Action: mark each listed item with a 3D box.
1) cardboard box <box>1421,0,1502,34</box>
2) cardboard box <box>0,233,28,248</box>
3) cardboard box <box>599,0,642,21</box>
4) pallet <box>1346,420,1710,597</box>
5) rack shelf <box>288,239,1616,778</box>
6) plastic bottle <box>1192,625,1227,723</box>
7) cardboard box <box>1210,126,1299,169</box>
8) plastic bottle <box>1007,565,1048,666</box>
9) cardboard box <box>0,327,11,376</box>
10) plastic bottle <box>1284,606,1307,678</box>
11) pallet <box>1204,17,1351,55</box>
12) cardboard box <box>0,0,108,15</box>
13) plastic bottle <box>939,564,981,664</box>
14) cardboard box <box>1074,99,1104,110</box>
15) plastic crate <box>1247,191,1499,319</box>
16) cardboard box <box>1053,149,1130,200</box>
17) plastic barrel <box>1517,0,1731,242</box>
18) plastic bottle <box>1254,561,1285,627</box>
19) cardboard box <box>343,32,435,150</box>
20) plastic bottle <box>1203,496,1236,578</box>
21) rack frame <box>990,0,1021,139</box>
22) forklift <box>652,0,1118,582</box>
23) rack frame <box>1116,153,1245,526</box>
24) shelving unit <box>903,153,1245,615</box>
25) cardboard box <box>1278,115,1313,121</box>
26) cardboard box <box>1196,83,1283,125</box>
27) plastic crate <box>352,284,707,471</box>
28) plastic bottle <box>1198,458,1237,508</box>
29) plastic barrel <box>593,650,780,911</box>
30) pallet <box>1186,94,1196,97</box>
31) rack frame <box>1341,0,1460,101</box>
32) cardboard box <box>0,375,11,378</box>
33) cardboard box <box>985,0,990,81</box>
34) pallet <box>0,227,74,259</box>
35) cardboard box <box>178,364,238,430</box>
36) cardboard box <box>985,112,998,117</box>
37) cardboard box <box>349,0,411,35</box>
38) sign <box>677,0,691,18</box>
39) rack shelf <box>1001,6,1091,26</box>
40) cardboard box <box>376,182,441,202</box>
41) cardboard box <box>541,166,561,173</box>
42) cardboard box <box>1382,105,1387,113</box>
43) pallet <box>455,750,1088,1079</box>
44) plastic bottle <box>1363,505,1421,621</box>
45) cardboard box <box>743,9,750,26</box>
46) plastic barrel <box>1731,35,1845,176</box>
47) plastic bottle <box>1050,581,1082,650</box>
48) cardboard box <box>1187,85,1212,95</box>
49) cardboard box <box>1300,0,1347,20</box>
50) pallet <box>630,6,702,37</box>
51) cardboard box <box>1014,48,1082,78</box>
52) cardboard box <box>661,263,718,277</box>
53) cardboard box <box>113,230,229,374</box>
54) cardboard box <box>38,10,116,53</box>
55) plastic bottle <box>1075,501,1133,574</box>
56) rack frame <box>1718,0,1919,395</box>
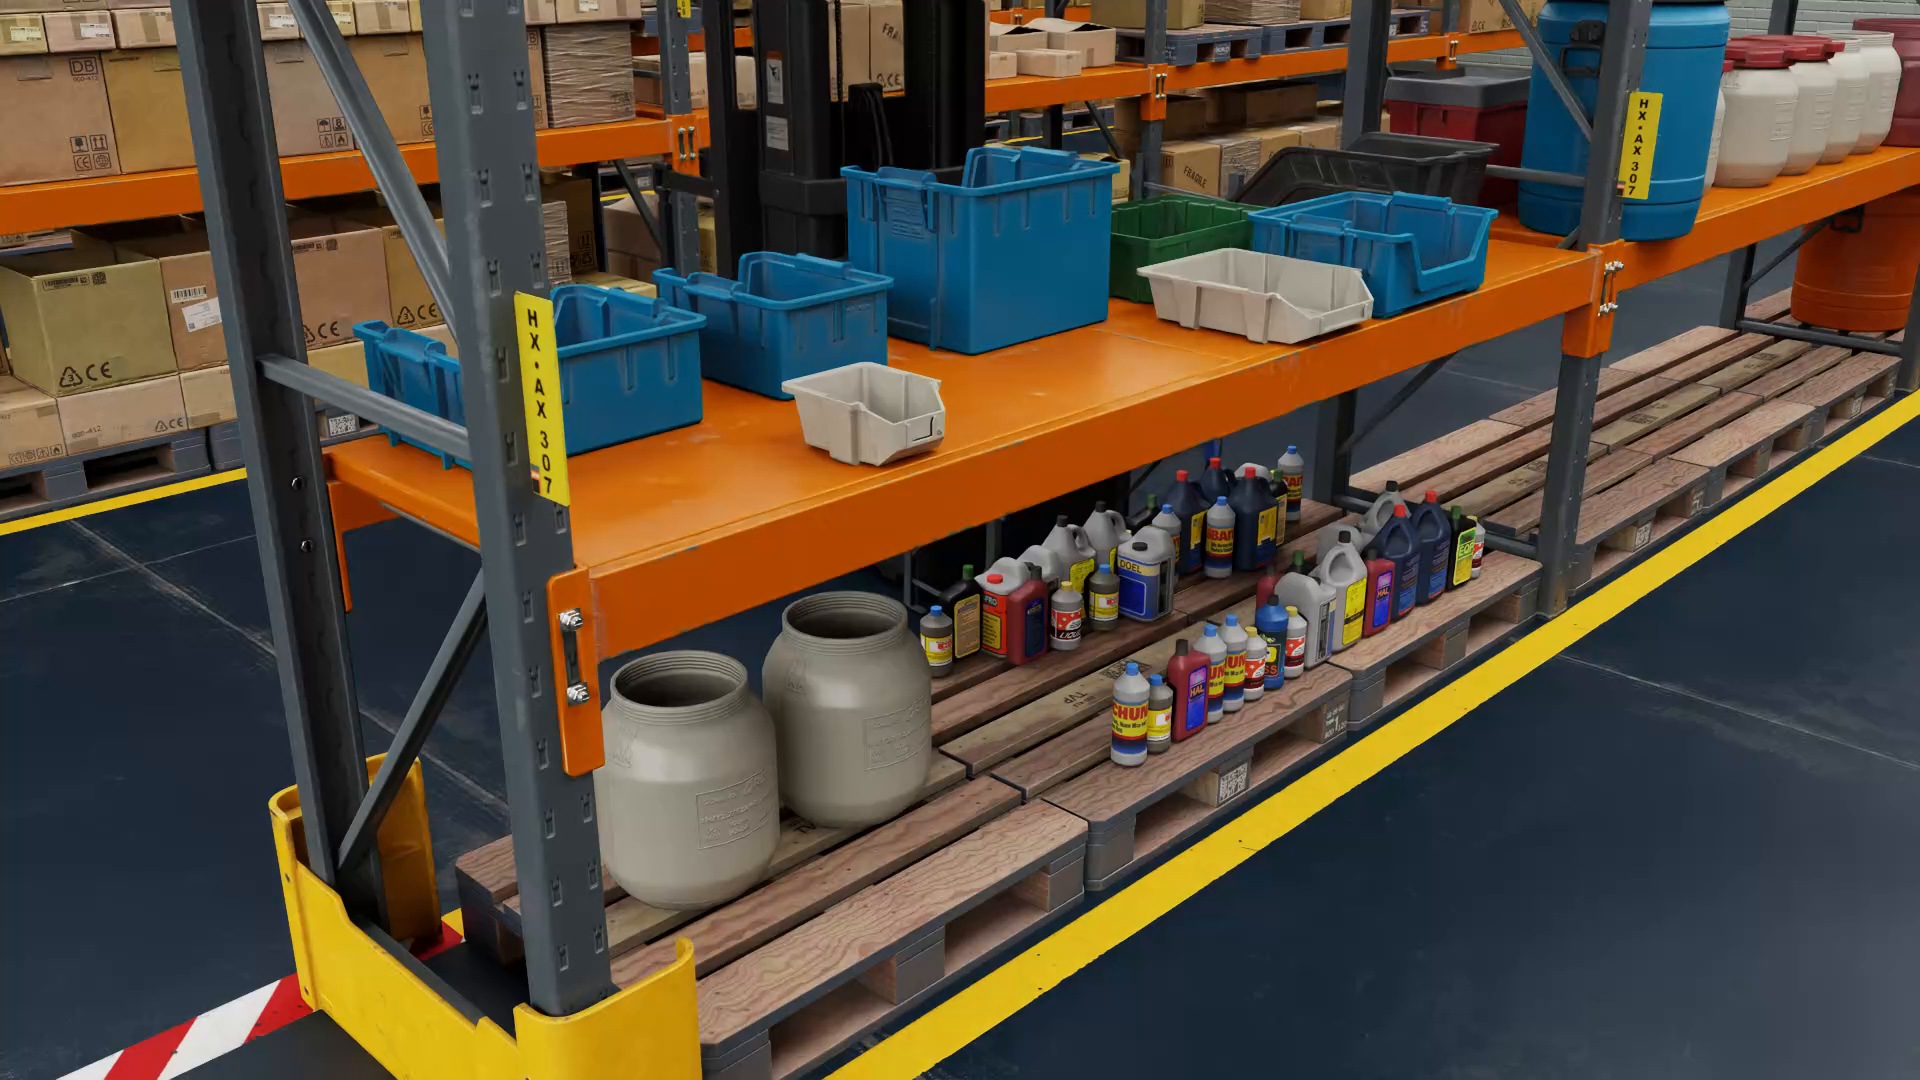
[{"bbox_3d":[4.339,-4.661,14.380,0.500,0.500,0.500,-19,28,-41],"label":"cardboard box"},{"bbox_3d":[-6.643,-2.222,11.046,0.700,0.500,0.500,17,27,37],"label":"cardboard box"},{"bbox_3d":[-1.829,-2.721,8.429,0.380,0.149,0.250,19,28,41],"label":"cardboard box"},{"bbox_3d":[2.274,-0.164,6.707,1.003,0.211,1.213,19,28,41],"label":"pallet"},{"bbox_3d":[0.358,-0.404,4.448,1.077,0.370,4.000,19,28,41],"label":"rack shelf"},{"bbox_3d":[0.690,0.366,4.631,0.097,0.271,0.097,0,21,0],"label":"plastic bottle"},{"bbox_3d":[2.235,-2.871,12.734,0.500,0.500,0.500,19,28,40],"label":"cardboard box"},{"bbox_3d":[0.202,0.223,4.985,0.061,0.283,0.133,19,28,41],"label":"plastic bottle"},{"bbox_3d":[-4.422,-0.942,7.045,0.500,0.500,0.500,19,28,41],"label":"cardboard box"},{"bbox_3d":[0.973,0.295,4.914,0.097,0.201,0.097,0,21,0],"label":"plastic bottle"},{"bbox_3d":[2.351,-3.935,12.898,1.003,0.211,1.213,19,28,41],"label":"pallet"},{"bbox_3d":[-3.848,-2.386,6.653,0.700,0.500,0.500,18,28,39],"label":"cardboard box"},{"bbox_3d":[-0.001,0.220,4.994,0.133,0.283,0.061,-19,28,-41],"label":"plastic bottle"},{"bbox_3d":[1.184,-5.114,18.598,0.700,0.500,0.500,19,28,40],"label":"cardboard box"},{"bbox_3d":[1.176,-0.832,4.766,0.499,0.251,0.616,19,28,41],"label":"plastic crate"},{"bbox_3d":[0.809,-2.501,11.366,0.500,0.311,0.500,-19,28,-41],"label":"cardboard box"},{"bbox_3d":[2.240,-1.512,5.628,0.600,0.901,0.708,19,28,41],"label":"plastic barrel"},{"bbox_3d":[0.959,0.193,5.065,0.061,0.283,0.133,19,28,41],"label":"plastic bottle"},{"bbox_3d":[-2.814,-2.161,7.876,0.500,0.500,0.700,-20,28,-41],"label":"cardboard box"},{"bbox_3d":[0.879,-0.015,5.622,0.097,0.271,0.097,0,21,0],"label":"plastic bottle"},{"bbox_3d":[0.236,-5.790,17.458,1.000,3.000,0.127,19,28,41],"label":"rack frame"},{"bbox_3d":[-0.664,-1.674,6.846,1.130,2.935,3.031,-16,26,-36],"label":"forklift"},{"bbox_3d":[0.780,-0.613,6.057,0.032,1.500,0.500,-16,28,-35],"label":"rack frame"},{"bbox_3d":[0.379,-0.502,5.766,1.048,1.500,0.538,-16,28,-35],"label":"shelving unit"},{"bbox_3d":[2.558,-3.260,13.746,0.500,0.500,0.500,20,29,41],"label":"cardboard box"},{"bbox_3d":[2.229,-3.490,13.300,0.500,0.250,0.500,19,28,40],"label":"cardboard box"},{"bbox_3d":[-0.902,-0.360,3.538,0.499,0.251,0.616,19,28,41],"label":"plastic crate"},{"bbox_3d":[0.893,-0.119,5.783,0.185,0.351,0.144,-19,28,-41],"label":"plastic bottle"},{"bbox_3d":[-0.632,0.551,3.842,0.421,0.512,0.421,0,21,0],"label":"plastic barrel"},{"bbox_3d":[2.525,-5.292,20.048,1.003,0.211,1.213,19,28,41],"label":"pallet"},{"bbox_3d":[3.788,-4.551,14.235,1.000,3.000,0.127,19,28,41],"label":"rack frame"},{"bbox_3d":[-4.421,-0.591,7.179,0.500,0.250,0.500,19,28,41],"label":"cardboard box"},{"bbox_3d":[-0.161,-3.134,10.409,0.500,0.500,0.500,17,27,38],"label":"cardboard box"},{"bbox_3d":[-6.639,-1.936,11.316,1.003,0.211,1.213,19,28,41],"label":"pallet"},{"bbox_3d":[-3.354,-0.719,7.512,0.500,0.250,0.500,19,28,41],"label":"cardboard box"},{"bbox_3d":[-0.124,-4.783,17.249,0.750,0.750,0.750,20,28,41],"label":"cardboard box"},{"bbox_3d":[-2.716,-2.395,7.581,0.250,0.149,0.380,-19,28,-41],"label":"cardboard box"},{"bbox_3d":[-1.394,-2.797,8.355,0.100,0.325,0.005,19,28,41],"label":"sign"},{"bbox_3d":[1.632,-5.968,18.925,1.077,0.370,4.000,19,28,41],"label":"rack shelf"},{"bbox_3d":[-2.684,-1.586,8.722,0.500,0.500,0.500,19,28,41],"label":"cardboard box"},{"bbox_3d":[-3.788,-3.364,14.017,0.700,0.500,0.500,19,28,40],"label":"cardboard box"},{"bbox_3d":[3.649,-3.391,14.088,0.500,0.500,0.500,19,28,40],"label":"cardboard box"},{"bbox_3d":[-0.447,0.837,4.103,1.003,0.211,1.213,19,28,41],"label":"pallet"},{"bbox_3d":[1.377,0.064,5.306,0.144,0.351,0.185,18,27,38],"label":"plastic bottle"},{"bbox_3d":[-1.976,-4.743,15.057,0.250,0.149,0.380,-20,29,-41],"label":"cardboard box"},{"bbox_3d":[3.392,-1.808,6.909,0.433,0.535,0.433,0,21,0],"label":"plastic barrel"},{"bbox_3d":[0.325,0.226,5.093,0.097,0.201,0.097,0,21,0],"label":"plastic bottle"},{"bbox_3d":[2.610,-5.643,19.973,0.700,0.500,0.500,19,28,41],"label":"cardboard box"},{"bbox_3d":[2.600,-4.324,12.920,0.700,0.500,0.500,12,24,27],"label":"cardboard box"},{"bbox_3d":[-2.975,-4.463,14.271,1.213,0.211,1.003,19,28,41],"label":"pallet"},{"bbox_3d":[0.568,-3.105,10.823,0.380,0.149,0.250,19,28,41],"label":"cardboard box"},{"bbox_3d":[-1.334,-1.449,9.411,0.500,0.250,0.500,18,28,39],"label":"cardboard box"},{"bbox_3d":[-3.363,-1.072,7.385,0.500,0.500,0.500,19,28,41],"label":"cardboard box"},{"bbox_3d":[-3.620,-2.060,6.709,0.380,0.149,0.250,19,28,40],"label":"cardboard box"},{"bbox_3d":[0.465,0.038,5.373,0.144,0.351,0.185,19,28,40],"label":"plastic bottle"},{"bbox_3d":[4.544,-2.282,8.332,1.000,3.000,0.127,19,28,41],"label":"rack frame"}]
